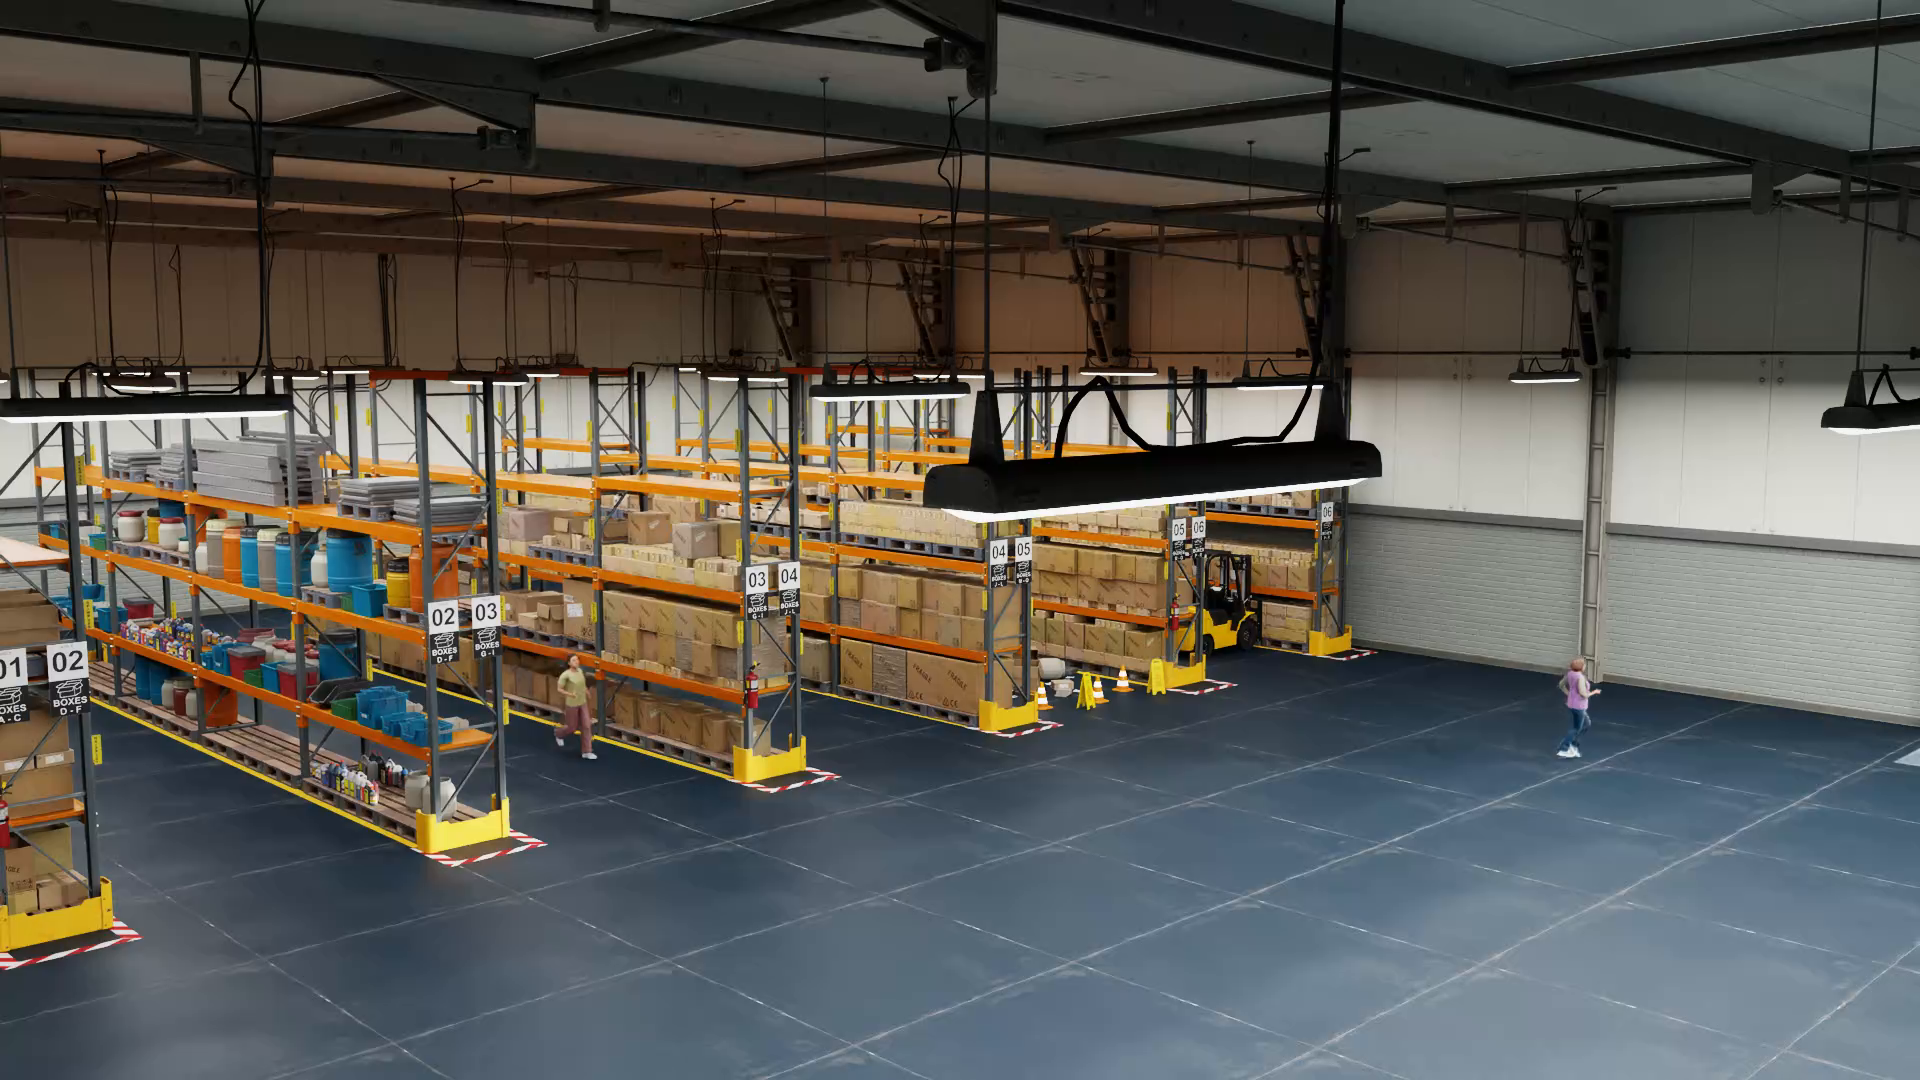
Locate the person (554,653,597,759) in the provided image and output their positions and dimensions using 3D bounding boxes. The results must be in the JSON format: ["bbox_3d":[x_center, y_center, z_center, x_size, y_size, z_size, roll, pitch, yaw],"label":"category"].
[{"bbox_3d":[-6.009,2.576,26.024,0.970,1.633,0.592,6,9,41],"label":"person"}]

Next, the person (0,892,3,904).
[{"bbox_3d":[-10.017,3.630,16.793,0.575,1.638,0.654,1,6,7],"label":"person"}]

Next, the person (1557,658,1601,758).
[{"bbox_3d":[9.638,2.623,25.897,0.625,1.604,0.513,0,6,1],"label":"person"}]

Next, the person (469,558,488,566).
[{"bbox_3d":[-11.709,1.014,40.098,0.681,1.668,0.780,-5,8,-36],"label":"person"}]
